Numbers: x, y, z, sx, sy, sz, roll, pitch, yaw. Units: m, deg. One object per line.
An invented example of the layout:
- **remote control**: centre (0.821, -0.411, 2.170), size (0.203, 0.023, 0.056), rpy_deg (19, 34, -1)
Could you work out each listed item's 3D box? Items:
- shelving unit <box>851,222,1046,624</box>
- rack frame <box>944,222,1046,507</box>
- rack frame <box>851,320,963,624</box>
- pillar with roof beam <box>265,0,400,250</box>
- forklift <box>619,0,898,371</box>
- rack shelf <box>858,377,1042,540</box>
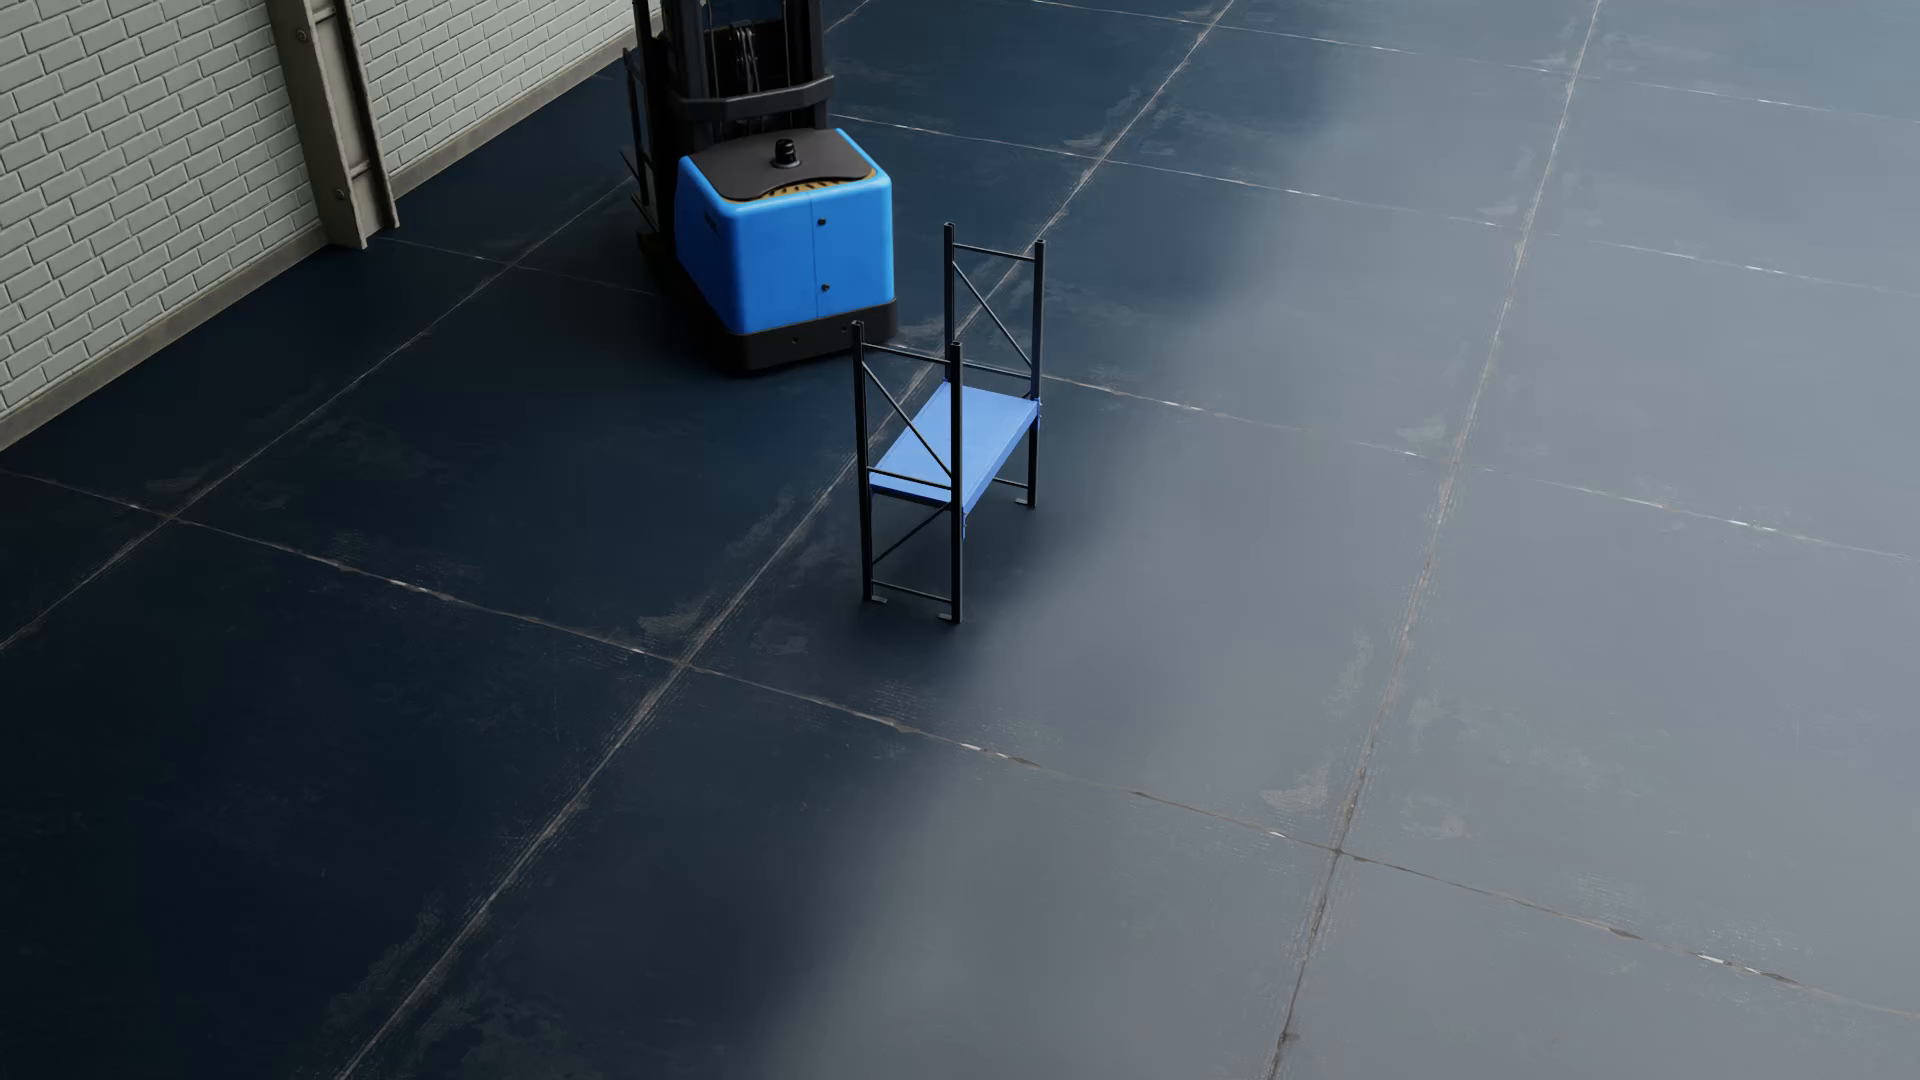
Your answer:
- **shelving unit**: centre (-0.032, -0.554, 7.839), size (0.538, 1.500, 1.048), rpy_deg (14, 39, 18)
- **rack frame**: centre (0.161, -0.835, 8.216), size (0.500, 1.500, 0.032), rpy_deg (14, 39, 18)
- **rack frame**: centre (-0.226, -0.272, 7.463), size (0.500, 1.500, 0.032), rpy_deg (14, 39, 18)
- **pillar with roof beam**: centre (-0.001, -4.670, 7.083), size (9.100, 9.000, 0.400), rpy_deg (14, 39, 18)
- **forklift**: centre (-1.447, -3.014, 9.936), size (1.130, 2.935, 3.031), rpy_deg (-15, 39, -20)
- **rack shelf**: centre (-0.032, -0.409, 7.947), size (0.538, 0.185, 1.000), rpy_deg (14, 39, 18)
